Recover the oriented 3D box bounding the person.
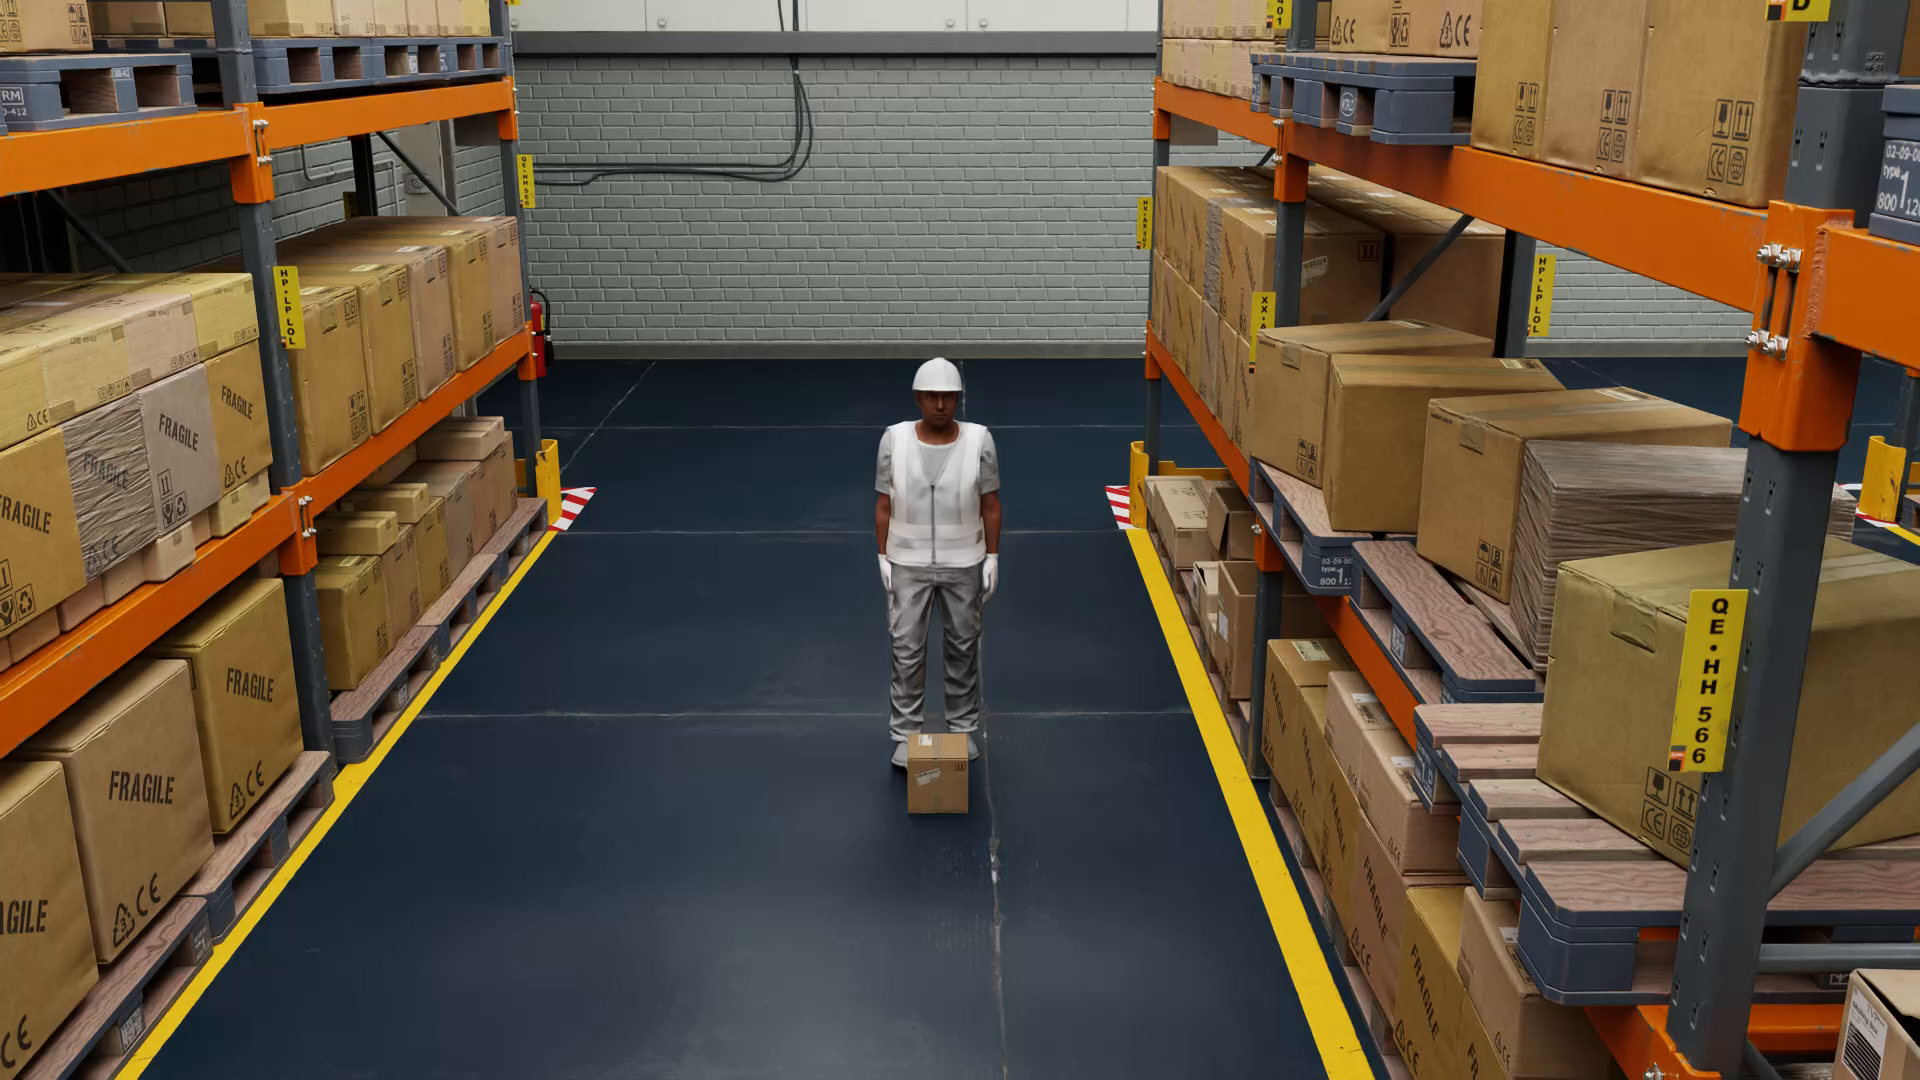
[{"bbox_3d":[-0.094,0.110,7.160,0.545,1.789,0.424,0,17,1],"label":"person"}]
